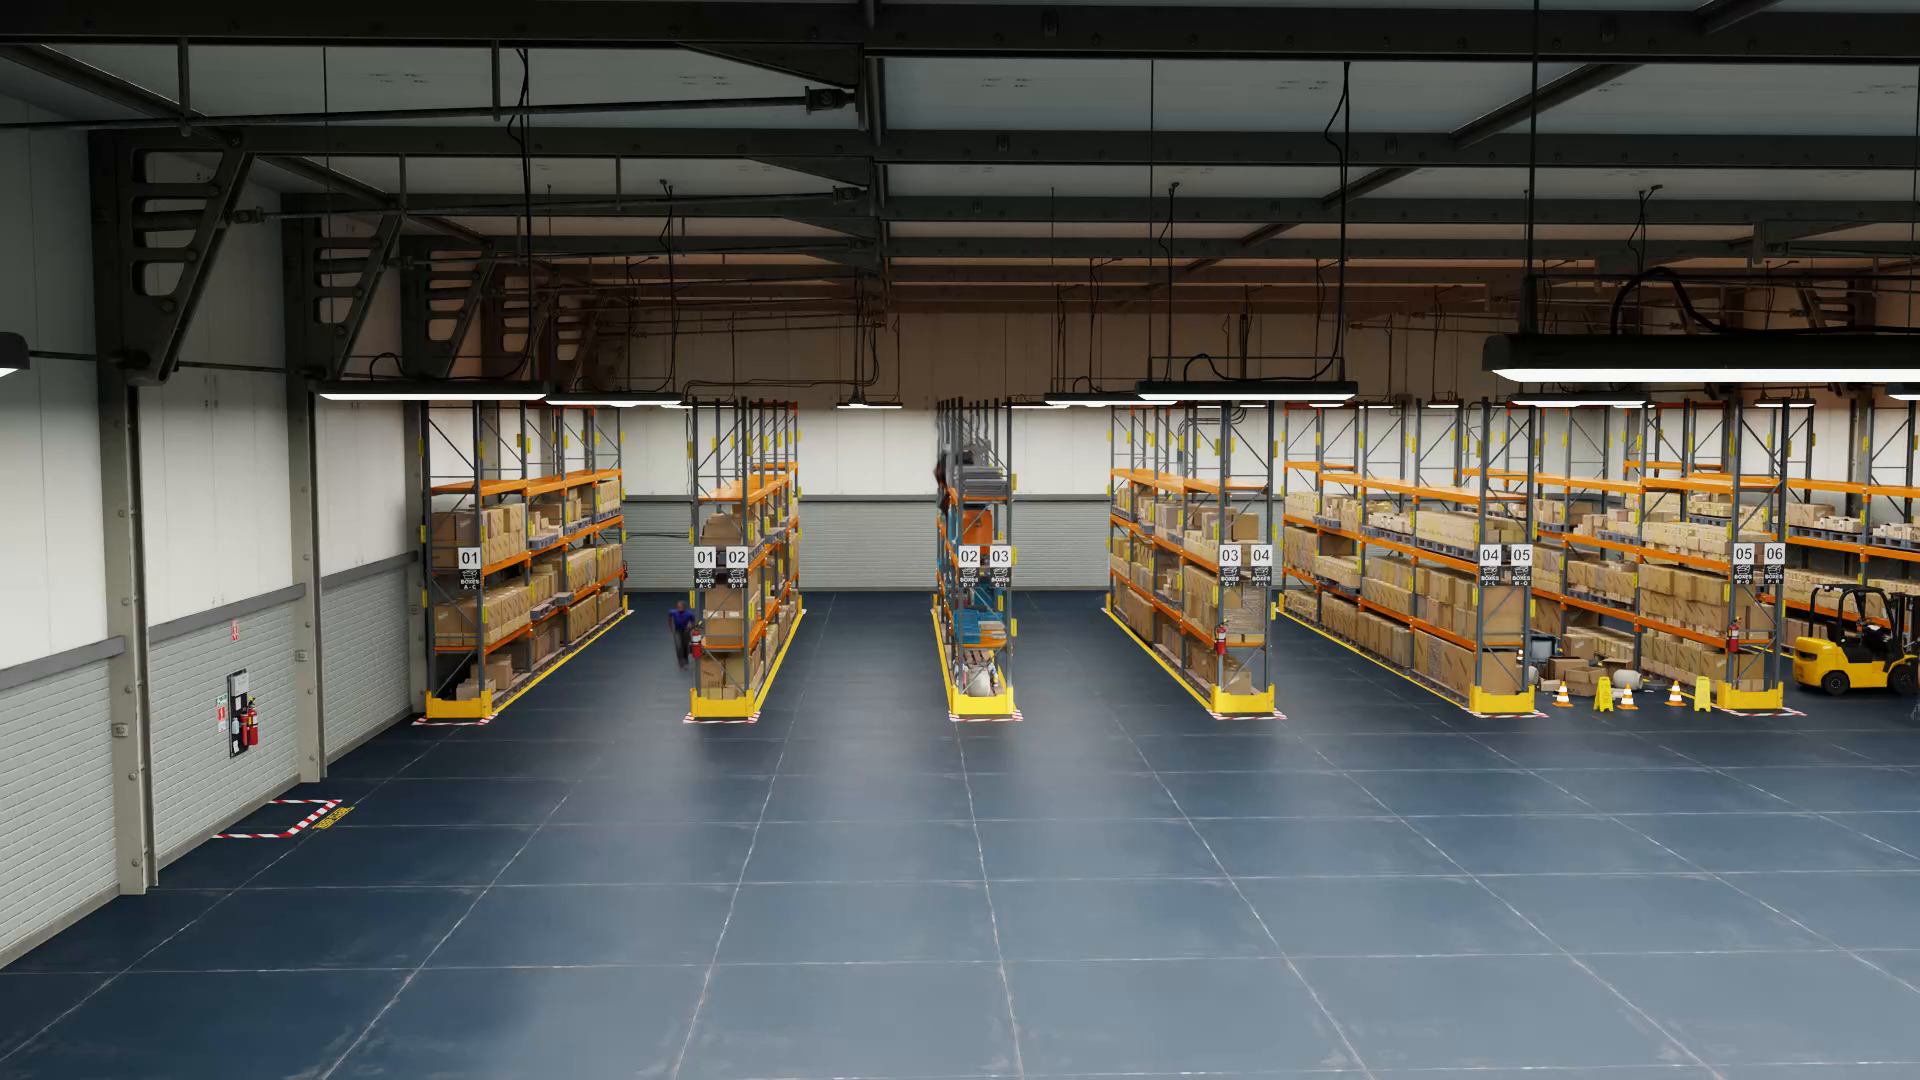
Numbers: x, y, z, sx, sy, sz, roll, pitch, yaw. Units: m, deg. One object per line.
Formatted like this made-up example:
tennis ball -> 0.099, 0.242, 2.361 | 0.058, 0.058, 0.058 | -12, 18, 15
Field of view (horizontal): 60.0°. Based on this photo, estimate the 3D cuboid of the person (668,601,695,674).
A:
person -> -6.144, 2.127, 36.796 | 0.612, 1.601, 0.978 | 0, 4, -1
